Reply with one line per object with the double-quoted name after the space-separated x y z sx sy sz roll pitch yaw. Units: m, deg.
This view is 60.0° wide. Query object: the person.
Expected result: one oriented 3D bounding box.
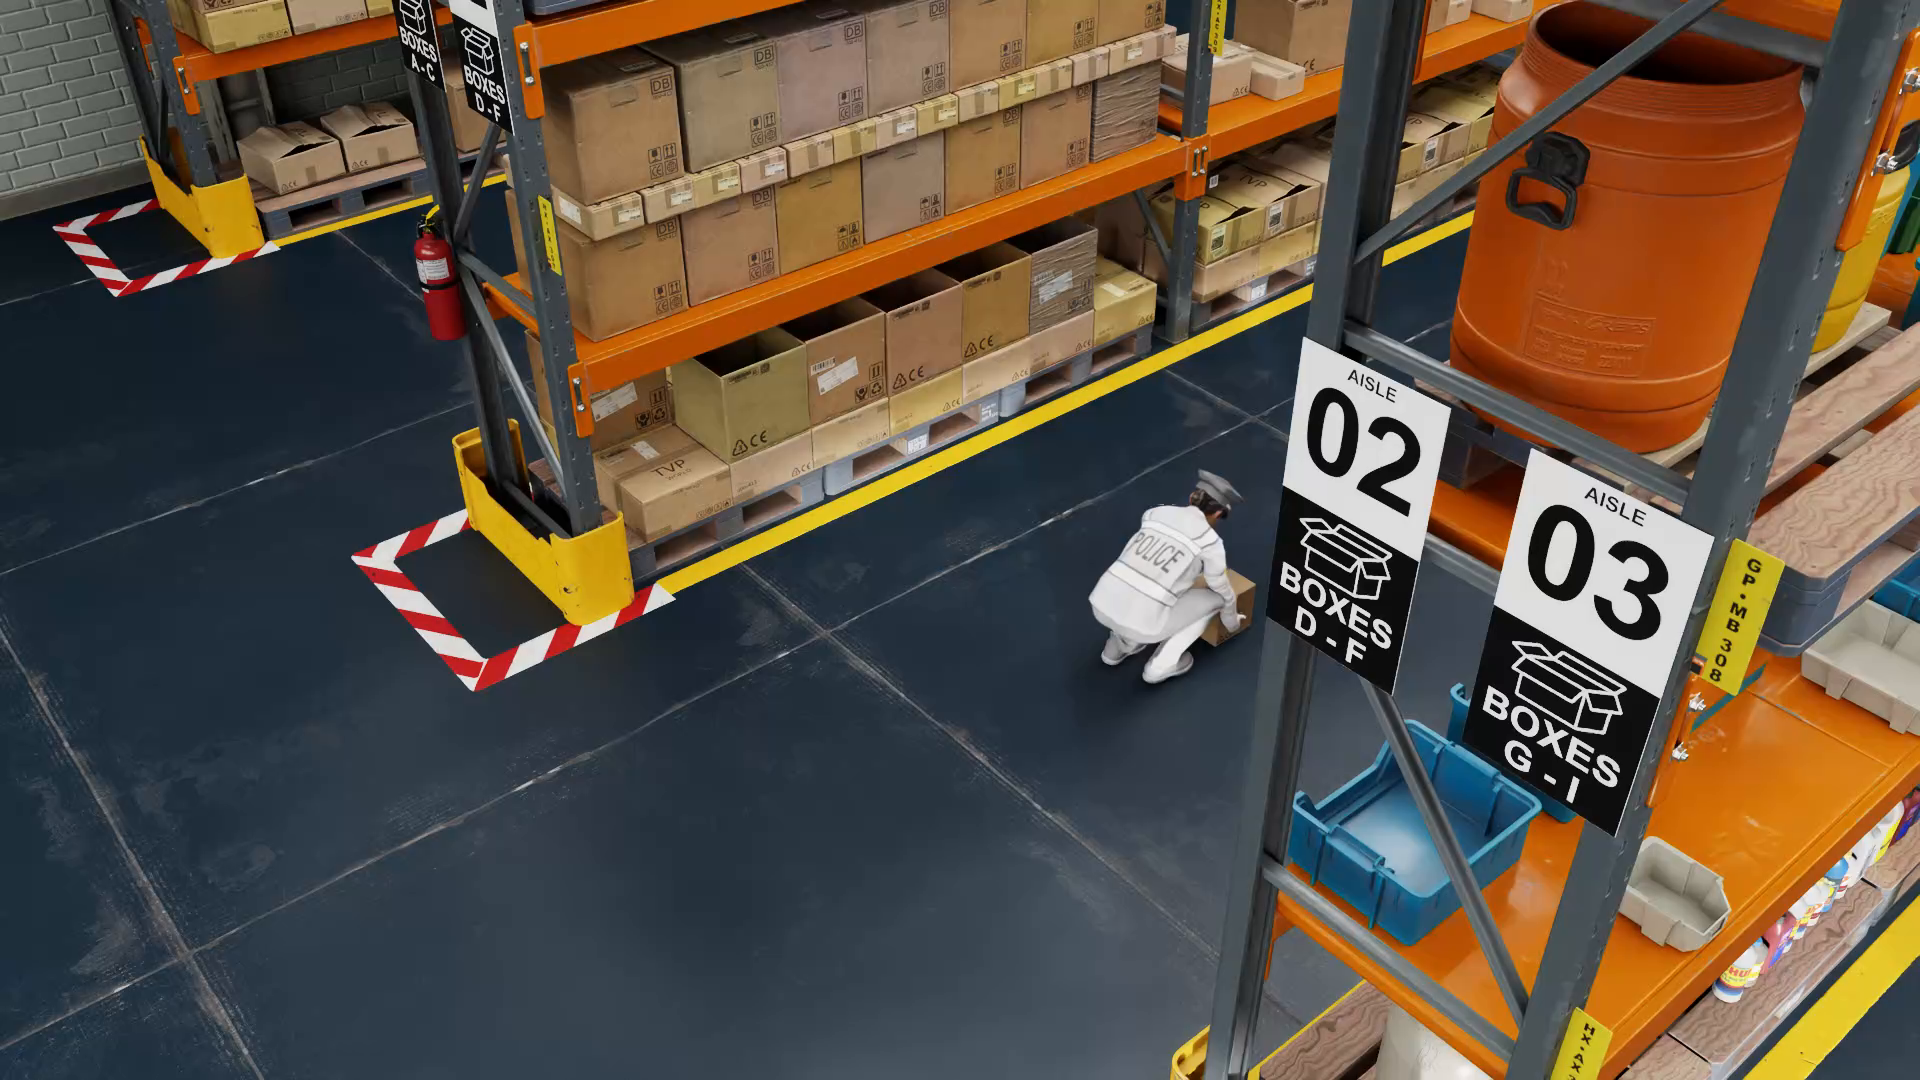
0.956 0.173 7.533 0.858 0.857 0.471 -26 44 -31 "person"
